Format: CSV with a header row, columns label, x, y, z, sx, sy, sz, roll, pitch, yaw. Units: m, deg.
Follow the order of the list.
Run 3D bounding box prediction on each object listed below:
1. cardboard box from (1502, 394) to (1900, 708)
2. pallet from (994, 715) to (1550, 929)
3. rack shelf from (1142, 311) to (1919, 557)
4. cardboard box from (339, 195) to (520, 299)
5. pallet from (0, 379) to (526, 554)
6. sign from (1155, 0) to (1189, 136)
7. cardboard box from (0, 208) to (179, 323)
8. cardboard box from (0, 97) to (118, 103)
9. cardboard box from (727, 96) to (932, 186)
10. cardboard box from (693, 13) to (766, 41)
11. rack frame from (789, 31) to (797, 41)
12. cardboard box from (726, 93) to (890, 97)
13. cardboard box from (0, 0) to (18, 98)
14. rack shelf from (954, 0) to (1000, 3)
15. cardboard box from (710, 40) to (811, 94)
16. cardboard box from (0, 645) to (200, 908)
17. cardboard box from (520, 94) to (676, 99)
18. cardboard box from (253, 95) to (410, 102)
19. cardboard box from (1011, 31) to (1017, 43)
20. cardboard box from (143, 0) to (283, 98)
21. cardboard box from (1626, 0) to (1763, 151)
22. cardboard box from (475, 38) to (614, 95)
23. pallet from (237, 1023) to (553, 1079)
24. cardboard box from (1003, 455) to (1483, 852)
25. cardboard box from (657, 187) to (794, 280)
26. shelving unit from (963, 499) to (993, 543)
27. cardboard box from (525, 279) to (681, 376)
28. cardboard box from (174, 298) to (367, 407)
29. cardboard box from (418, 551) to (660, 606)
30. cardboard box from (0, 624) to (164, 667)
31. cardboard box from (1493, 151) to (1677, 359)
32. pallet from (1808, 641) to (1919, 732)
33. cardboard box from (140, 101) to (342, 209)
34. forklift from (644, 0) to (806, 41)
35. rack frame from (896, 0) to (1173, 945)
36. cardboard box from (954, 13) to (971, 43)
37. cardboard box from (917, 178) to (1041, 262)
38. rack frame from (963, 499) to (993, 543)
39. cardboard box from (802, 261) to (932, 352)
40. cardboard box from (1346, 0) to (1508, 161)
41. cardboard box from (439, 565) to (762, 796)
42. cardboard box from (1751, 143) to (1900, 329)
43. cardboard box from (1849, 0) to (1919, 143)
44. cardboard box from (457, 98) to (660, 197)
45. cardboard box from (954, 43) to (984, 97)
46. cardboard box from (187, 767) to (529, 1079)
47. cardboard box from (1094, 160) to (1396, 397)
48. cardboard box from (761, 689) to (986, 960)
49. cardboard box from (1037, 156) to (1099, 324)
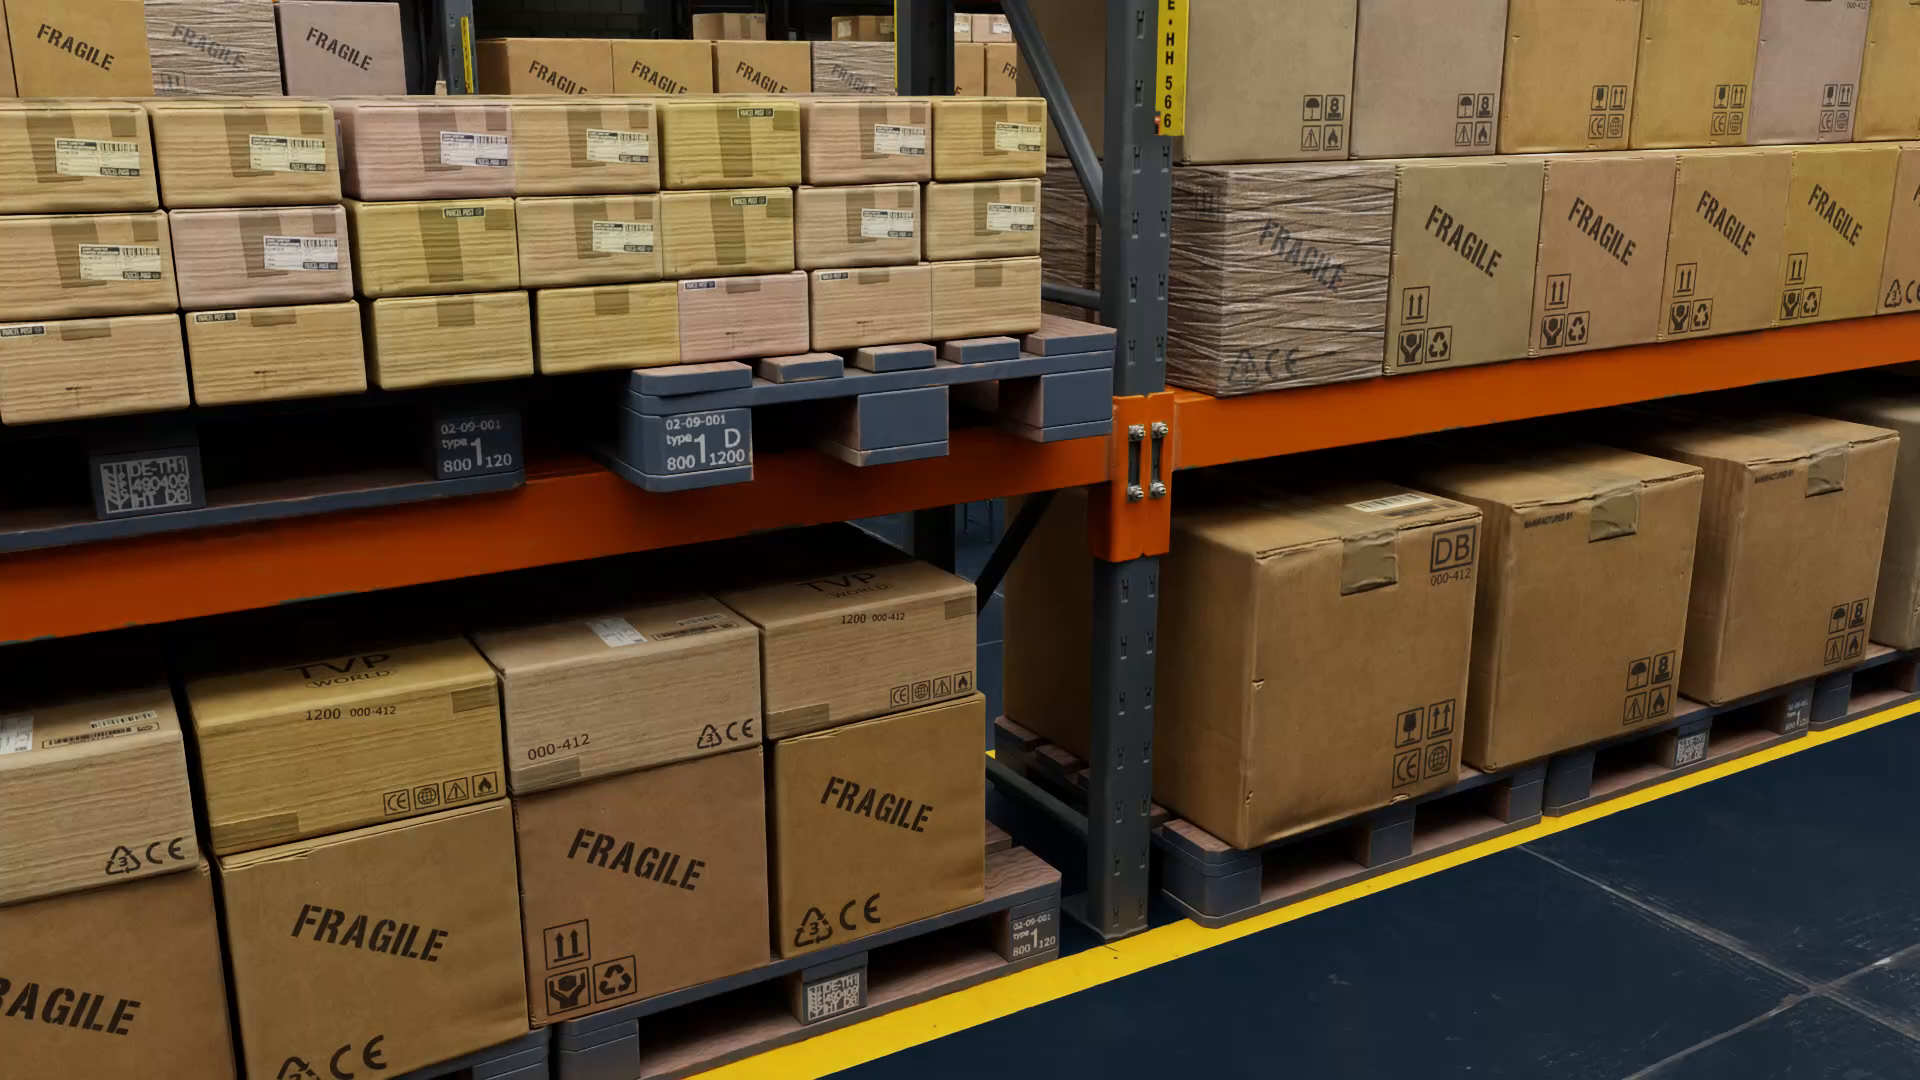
label,x,y,z,sx,sy,sz,roll,pitch,yaw
cardboard box,2.260,-0.038,5.377,0.750,0.750,1.050,-9,18,-30
pallet,0.860,0.647,4.709,1.213,0.211,1.003,-9,18,-30
rack shelf,1.860,-0.535,5.093,4.000,0.370,1.077,-9,18,-30
cardboard box,-0.925,-0.510,2.809,0.250,0.149,0.380,-9,18,-30
pallet,-1.530,-0.226,3.015,1.213,0.211,1.003,-9,18,-30
sign,0.433,-0.998,3.415,0.005,0.325,0.100,-9,18,-30
cardboard box,-1.369,-0.438,2.551,0.250,0.149,0.380,-10,18,-31
cardboard box,-1.692,-0.735,3.058,0.250,0.149,0.380,-10,18,-30
cardboard box,-0.255,-0.762,3.157,0.250,0.149,0.380,-9,18,-30
cardboard box,-1.233,-2.733,8.886,0.250,0.149,0.380,-10,19,-32
rack frame,-1.621,-3.438,14.118,0.127,3.000,1.000,-9,18,-30
cardboard box,-0.354,-0.951,3.830,0.250,0.149,0.380,-9,18,-30
cardboard box,-4.101,-1.922,6.672,0.500,0.500,0.500,-10,18,-31
rack shelf,0.093,-4.814,14.802,4.000,0.370,1.077,-9,18,-30
cardboard box,-1.091,-2.286,8.495,0.500,0.500,0.500,-9,18,-29
cardboard box,-1.619,0.407,2.864,0.500,0.250,0.500,-8,18,-28
cardboard box,-0.792,-0.880,3.578,0.250,0.149,0.380,-9,18,-30
cardboard box,-1.250,-0.806,3.312,0.250,0.149,0.380,-8,18,-27
cardboard box,0.353,-3.013,9.884,0.250,0.149,0.380,-9,18,-30
cardboard box,-3.235,-2.058,7.158,0.500,0.500,0.500,-9,18,-29
cardboard box,1.845,-1.406,4.832,0.500,0.500,0.700,-9,18,-30
cardboard box,-1.986,-2.137,7.961,0.500,0.500,0.500,-10,18,-31
pallet,-1.570,1.016,3.393,1.213,0.211,1.003,-9,18,-30
cardboard box,0.714,0.214,4.479,0.750,0.750,1.050,-9,18,-30
cardboard box,-0.496,-0.579,3.054,0.250,0.149,0.380,-9,18,-28
shelving unit,-0.007,-0.432,7.284,0.210,0.900,0.258,-9,18,-30
cardboard box,-0.690,-0.406,2.987,0.250,0.149,0.380,-9,18,-30
cardboard box,-1.143,-0.332,2.726,0.250,0.149,0.380,-9,18,-28
cardboard box,-1.005,0.148,3.790,0.500,0.250,0.500,-9,18,-30
cardboard box,-1.882,0.286,3.296,0.500,0.250,0.500,-10,19,-32
cardboard box,1.536,-0.793,4.495,0.500,0.500,0.500,-9,18,-30
pallet,2.952,0.308,5.919,1.213,0.211,1.003,-9,18,-30
cardboard box,-1.148,-0.617,2.640,0.250,0.149,0.380,-8,18,-27
forklift,-1.625,-2.770,11.860,1.130,2.935,3.031,-1,16,-5
rack frame,0.145,-0.603,4.004,0.127,3.000,1.000,-9,18,-30
cardboard box,-0.148,-2.738,8.902,0.250,0.149,0.380,-10,19,-32
cardboard box,-0.044,-0.654,3.320,0.250,0.149,0.380,-9,18,-29
rack frame,0.080,-0.446,7.335,0.006,0.900,0.240,-9,18,-30
cardboard box,-0.254,-0.475,3.236,0.250,0.149,0.380,-9,18,-30
cardboard box,0.968,-1.263,4.322,0.500,0.500,0.700,-10,18,-31
cardboard box,-0.733,0.266,3.369,0.500,0.250,0.500,-9,18,-29
cardboard box,2.398,-0.932,4.994,0.500,0.500,0.500,-9,18,-29
cardboard box,2.712,-1.546,5.331,0.500,0.500,0.700,-10,18,-31
cardboard box,-0.707,-0.688,2.892,0.250,0.149,0.380,-9,18,-28
cardboard box,-0.209,-2.427,8.997,0.500,0.500,0.500,-9,18,-28
cardboard box,-1.176,0.699,3.213,0.500,0.500,0.500,-10,19,-32
cardboard box,0.669,-0.651,3.990,0.500,0.500,0.500,-9,18,-29
cardboard box,-0.284,0.550,3.743,0.500,0.500,0.500,-9,18,-30
cardboard box,0.393,-0.776,4.436,0.500,0.500,0.500,-9,18,-30
